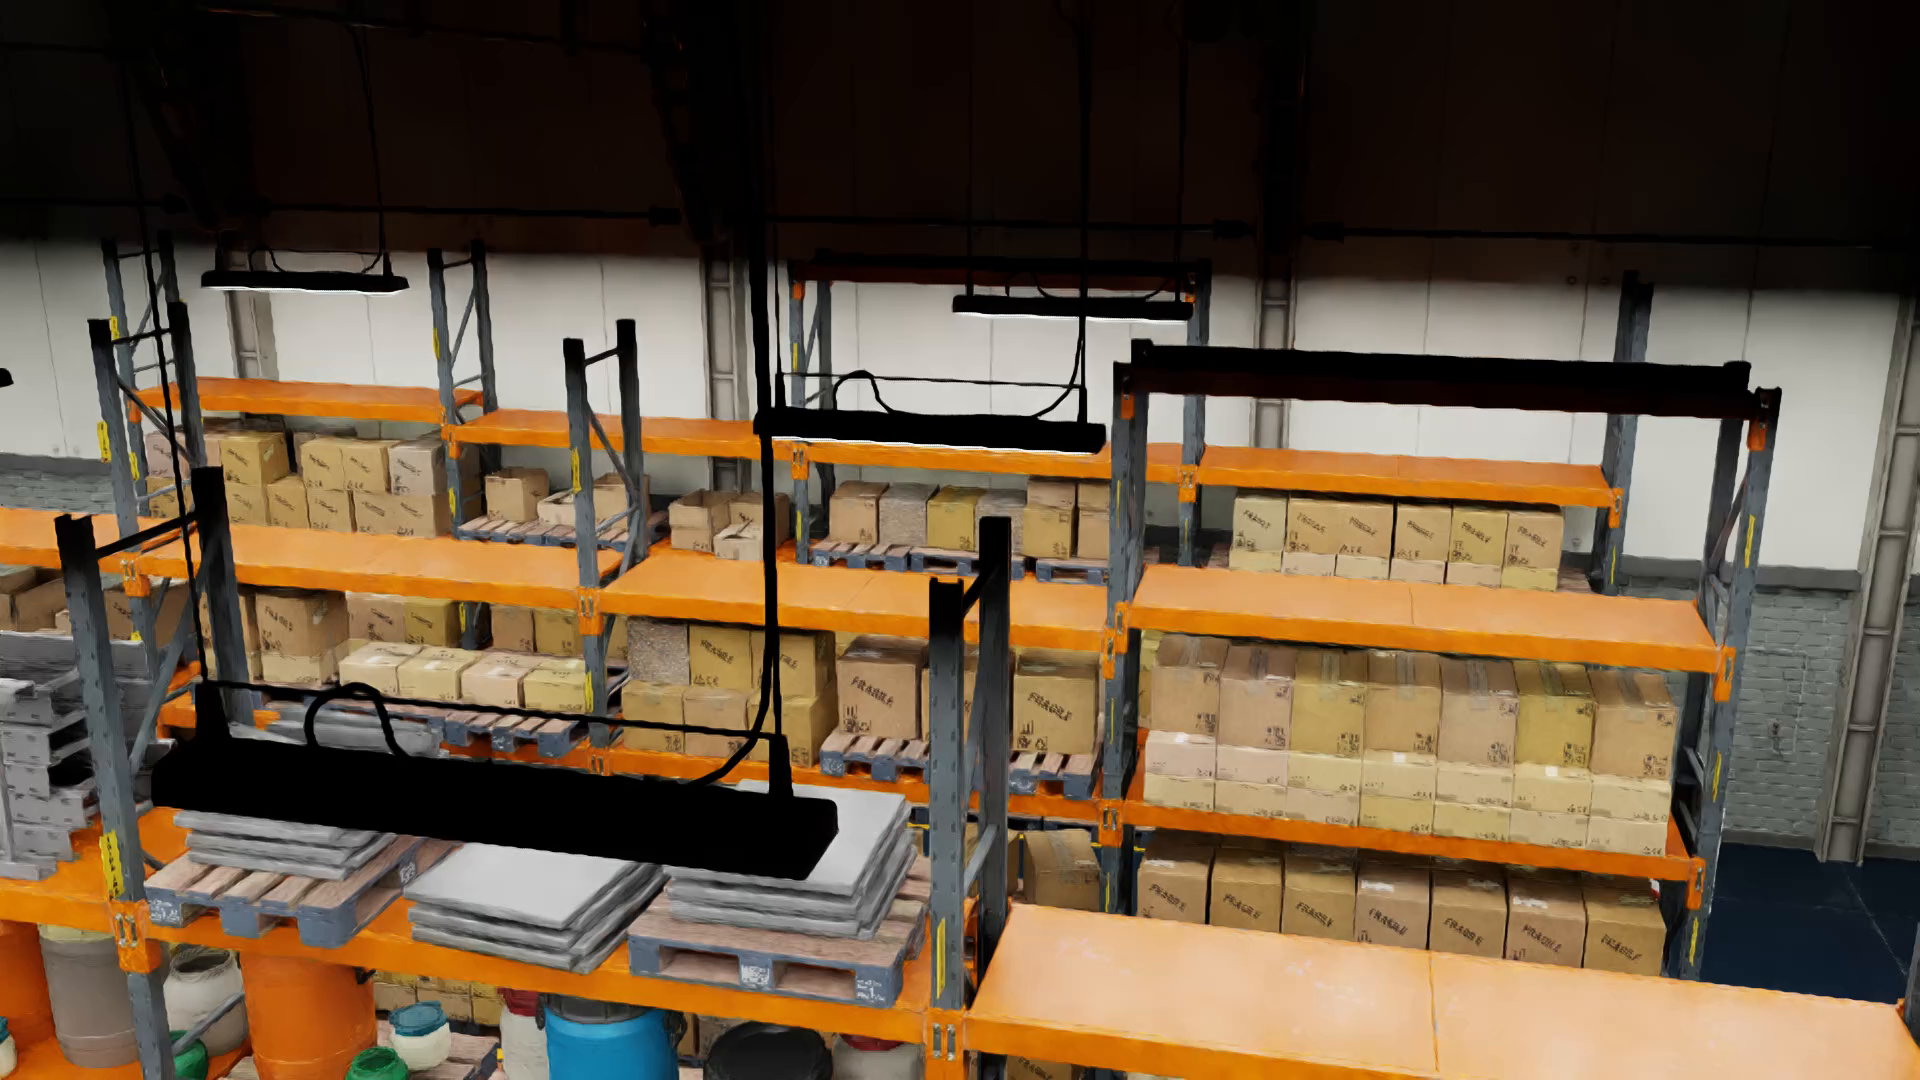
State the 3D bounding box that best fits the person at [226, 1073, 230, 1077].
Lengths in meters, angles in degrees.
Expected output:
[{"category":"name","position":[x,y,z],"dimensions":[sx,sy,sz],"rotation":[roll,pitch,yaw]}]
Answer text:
[{"category":"person","position":[-5.191,4.040,11.703],"dimensions":[1.079,1.563,0.480],"rotation":[4,17,15]}]
